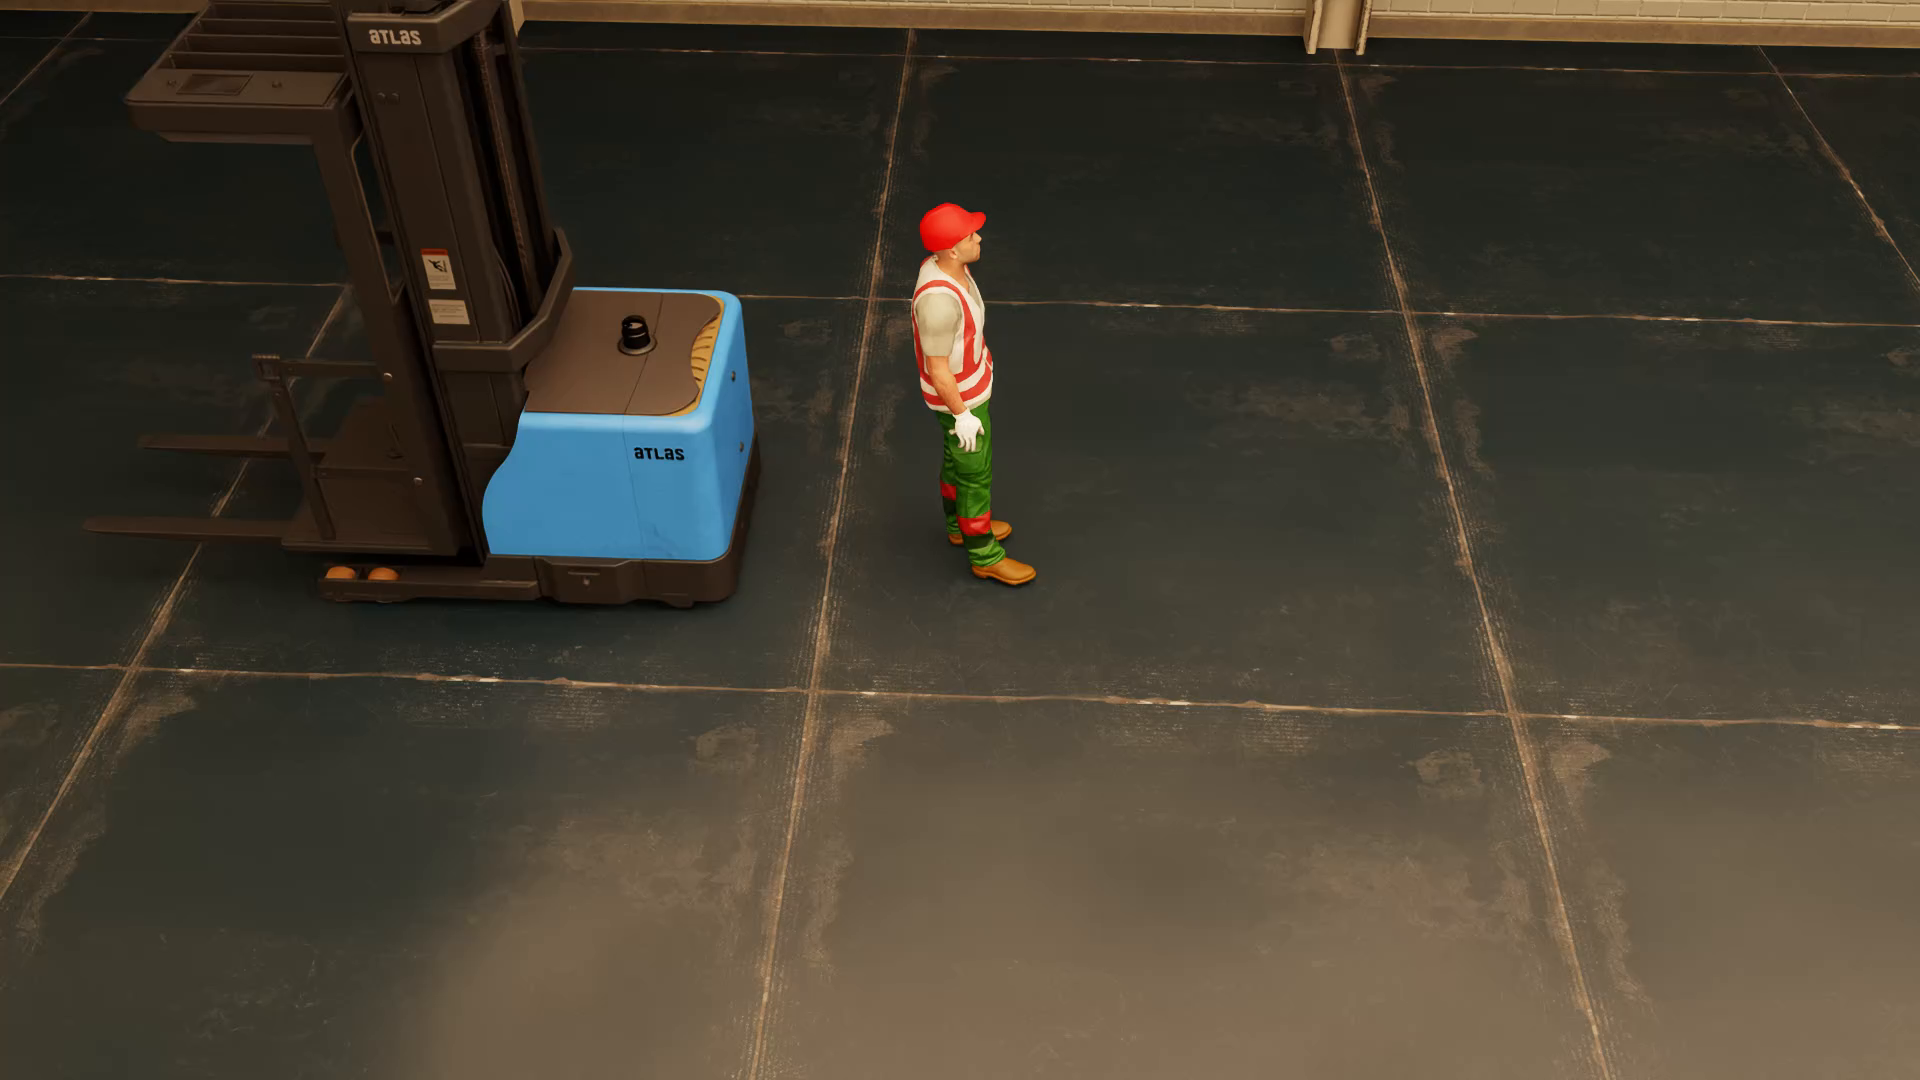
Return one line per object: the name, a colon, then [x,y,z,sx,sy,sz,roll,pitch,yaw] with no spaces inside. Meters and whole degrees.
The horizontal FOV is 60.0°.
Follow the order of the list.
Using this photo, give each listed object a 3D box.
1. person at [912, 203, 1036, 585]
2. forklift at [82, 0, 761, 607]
person: [0.080,-0.656,7.296,0.562,1.790,0.637,2,42,2]
forklift: [-2.514,-1.149,7.000,3.031,2.935,1.130,2,42,2]
